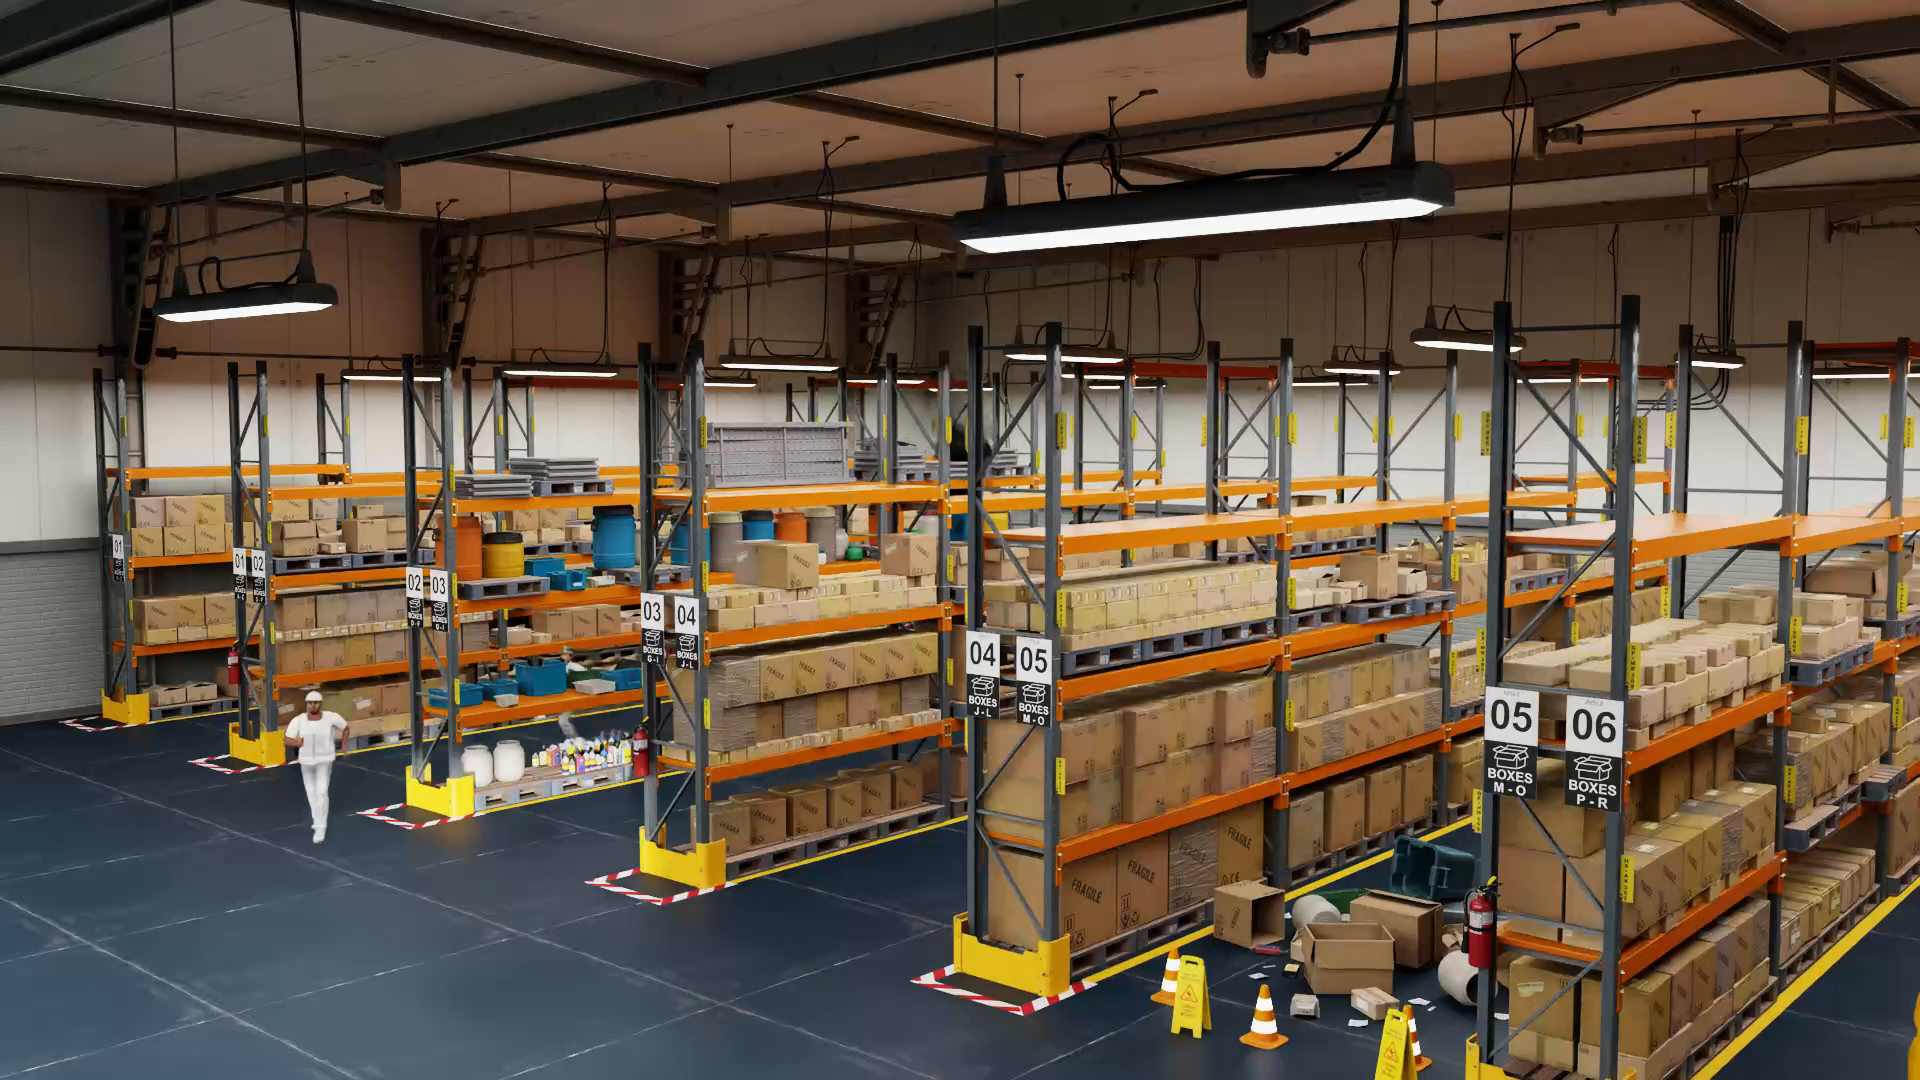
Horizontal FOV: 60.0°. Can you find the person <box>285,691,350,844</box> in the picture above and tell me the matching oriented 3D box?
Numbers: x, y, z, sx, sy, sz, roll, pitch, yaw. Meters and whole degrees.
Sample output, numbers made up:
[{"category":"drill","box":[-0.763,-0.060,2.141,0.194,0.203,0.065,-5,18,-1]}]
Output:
[{"category":"person","box":[-7.939,2.759,20.497,0.703,1.808,0.778,-1,4,-7]}]

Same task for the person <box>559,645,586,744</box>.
[{"category":"person","box":[-6.008,2.460,25.394,0.594,1.712,0.638,3,5,32]}]
